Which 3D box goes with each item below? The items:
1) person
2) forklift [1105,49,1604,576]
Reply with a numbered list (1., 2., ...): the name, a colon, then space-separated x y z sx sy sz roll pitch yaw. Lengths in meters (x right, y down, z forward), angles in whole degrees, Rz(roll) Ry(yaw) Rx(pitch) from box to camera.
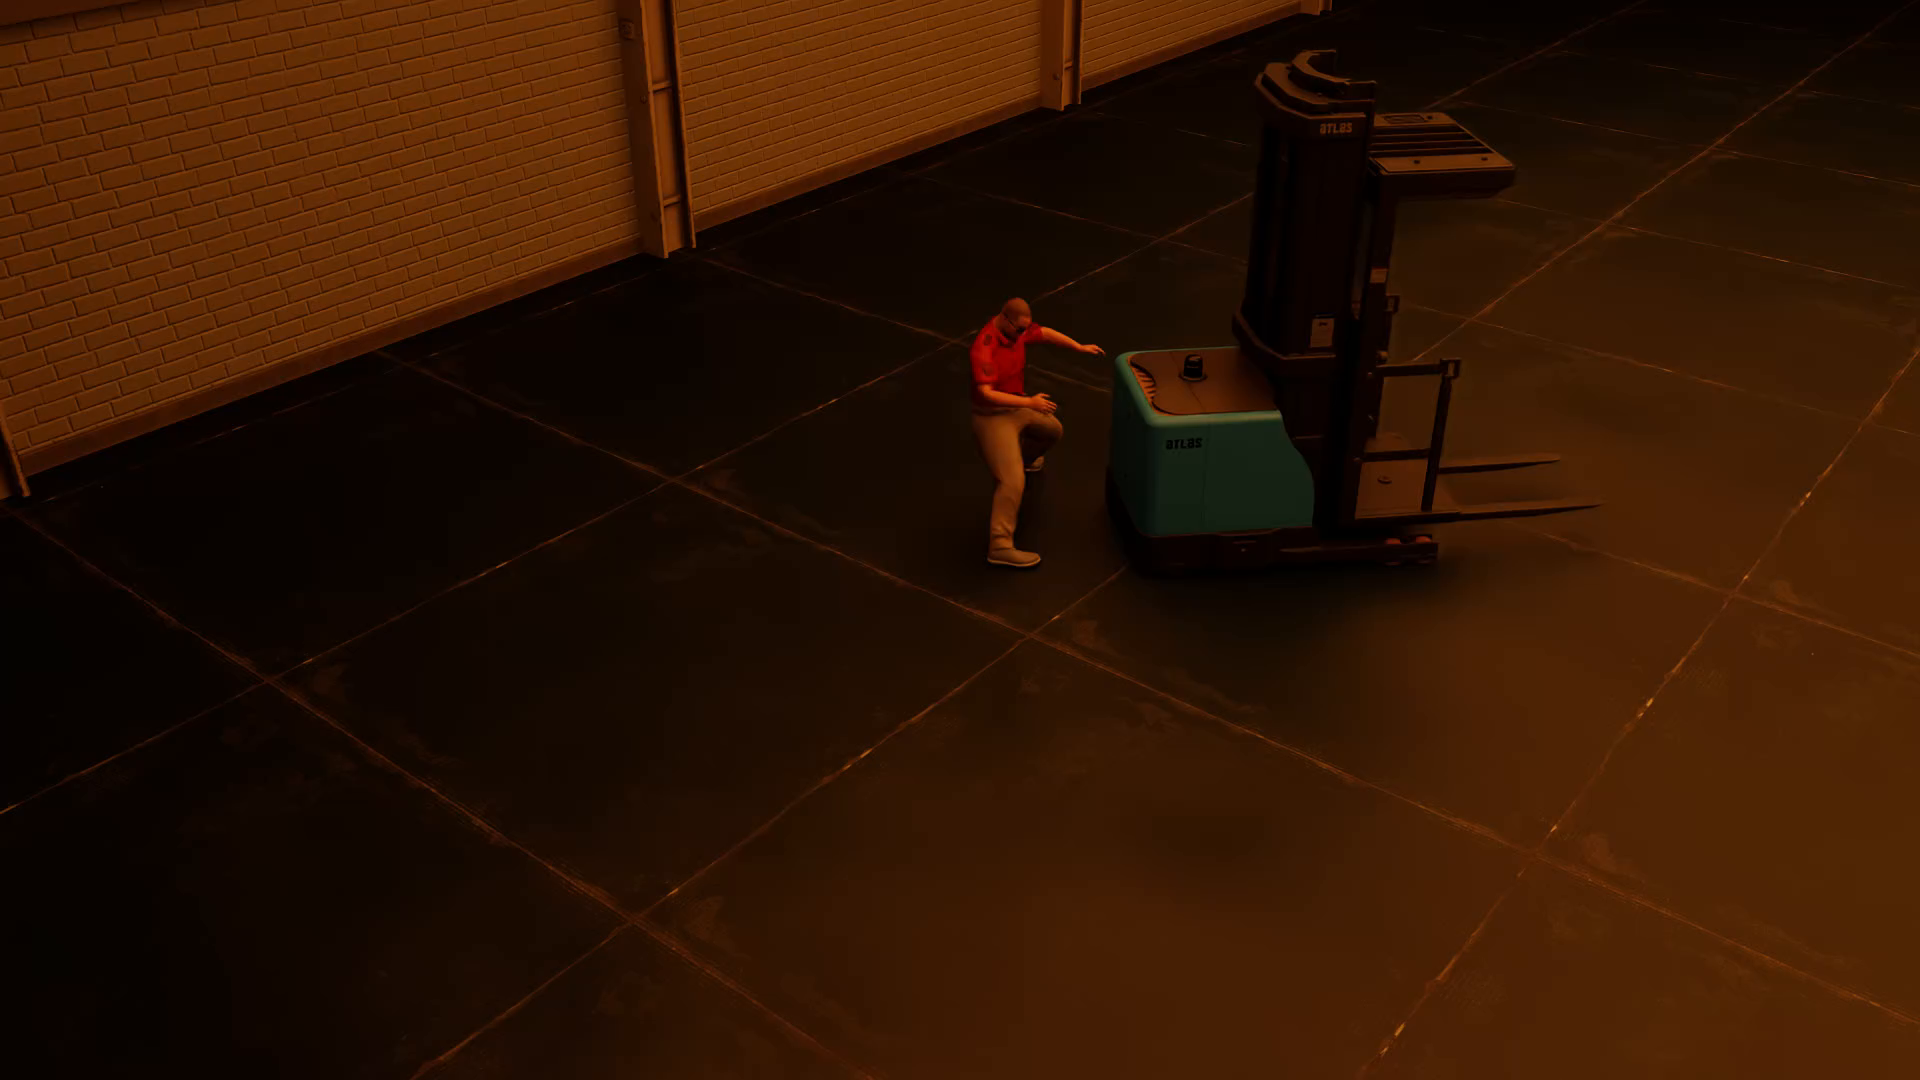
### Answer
1. person: 0.426 -0.805 10.379 0.706 1.512 1.310 16 34 25
2. forklift: 2.505 -1.369 9.938 3.031 2.935 1.130 -4 31 -6
